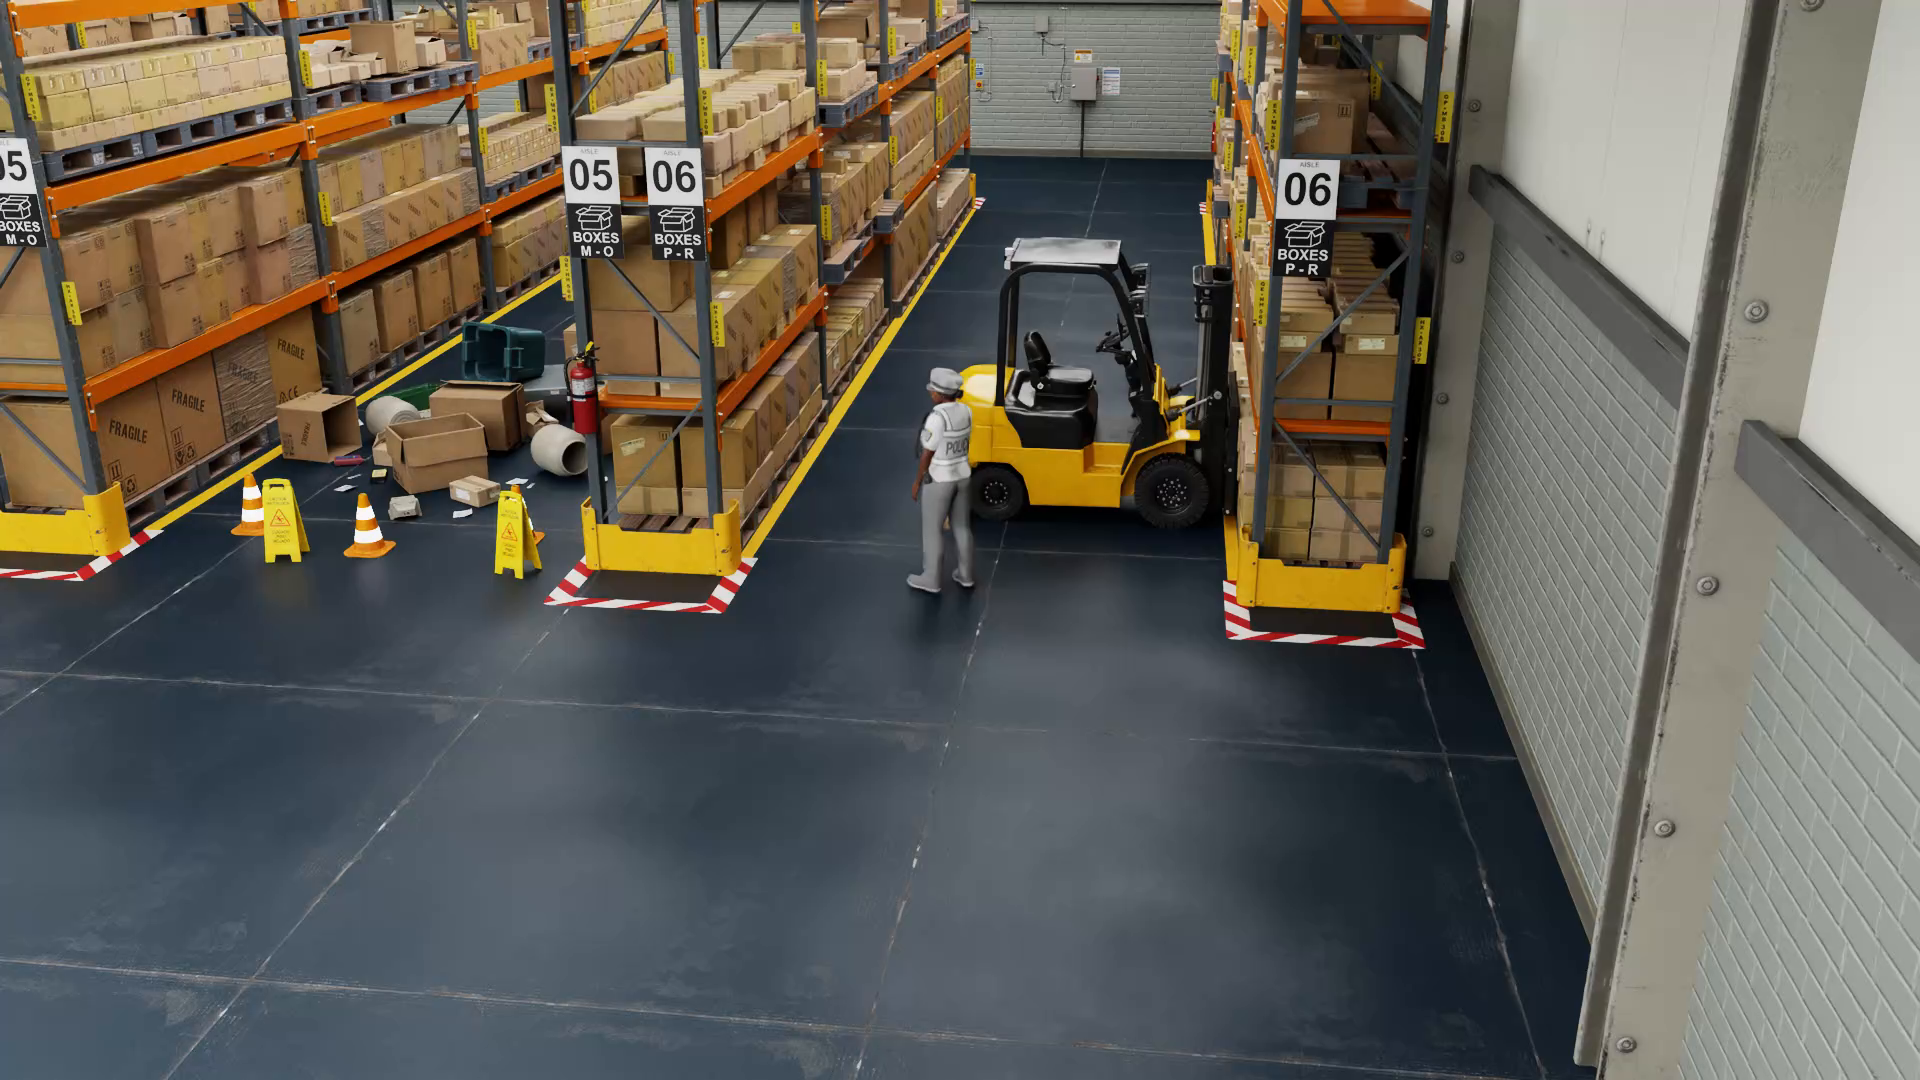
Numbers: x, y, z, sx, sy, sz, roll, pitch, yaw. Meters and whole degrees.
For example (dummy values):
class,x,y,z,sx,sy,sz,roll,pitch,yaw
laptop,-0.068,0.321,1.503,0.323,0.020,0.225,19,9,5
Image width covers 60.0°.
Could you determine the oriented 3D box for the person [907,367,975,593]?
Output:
class,x,y,z,sx,sy,sz,roll,pitch,yaw
person,-0.126,-0.438,12.125,0.443,1.691,0.530,17,27,37
